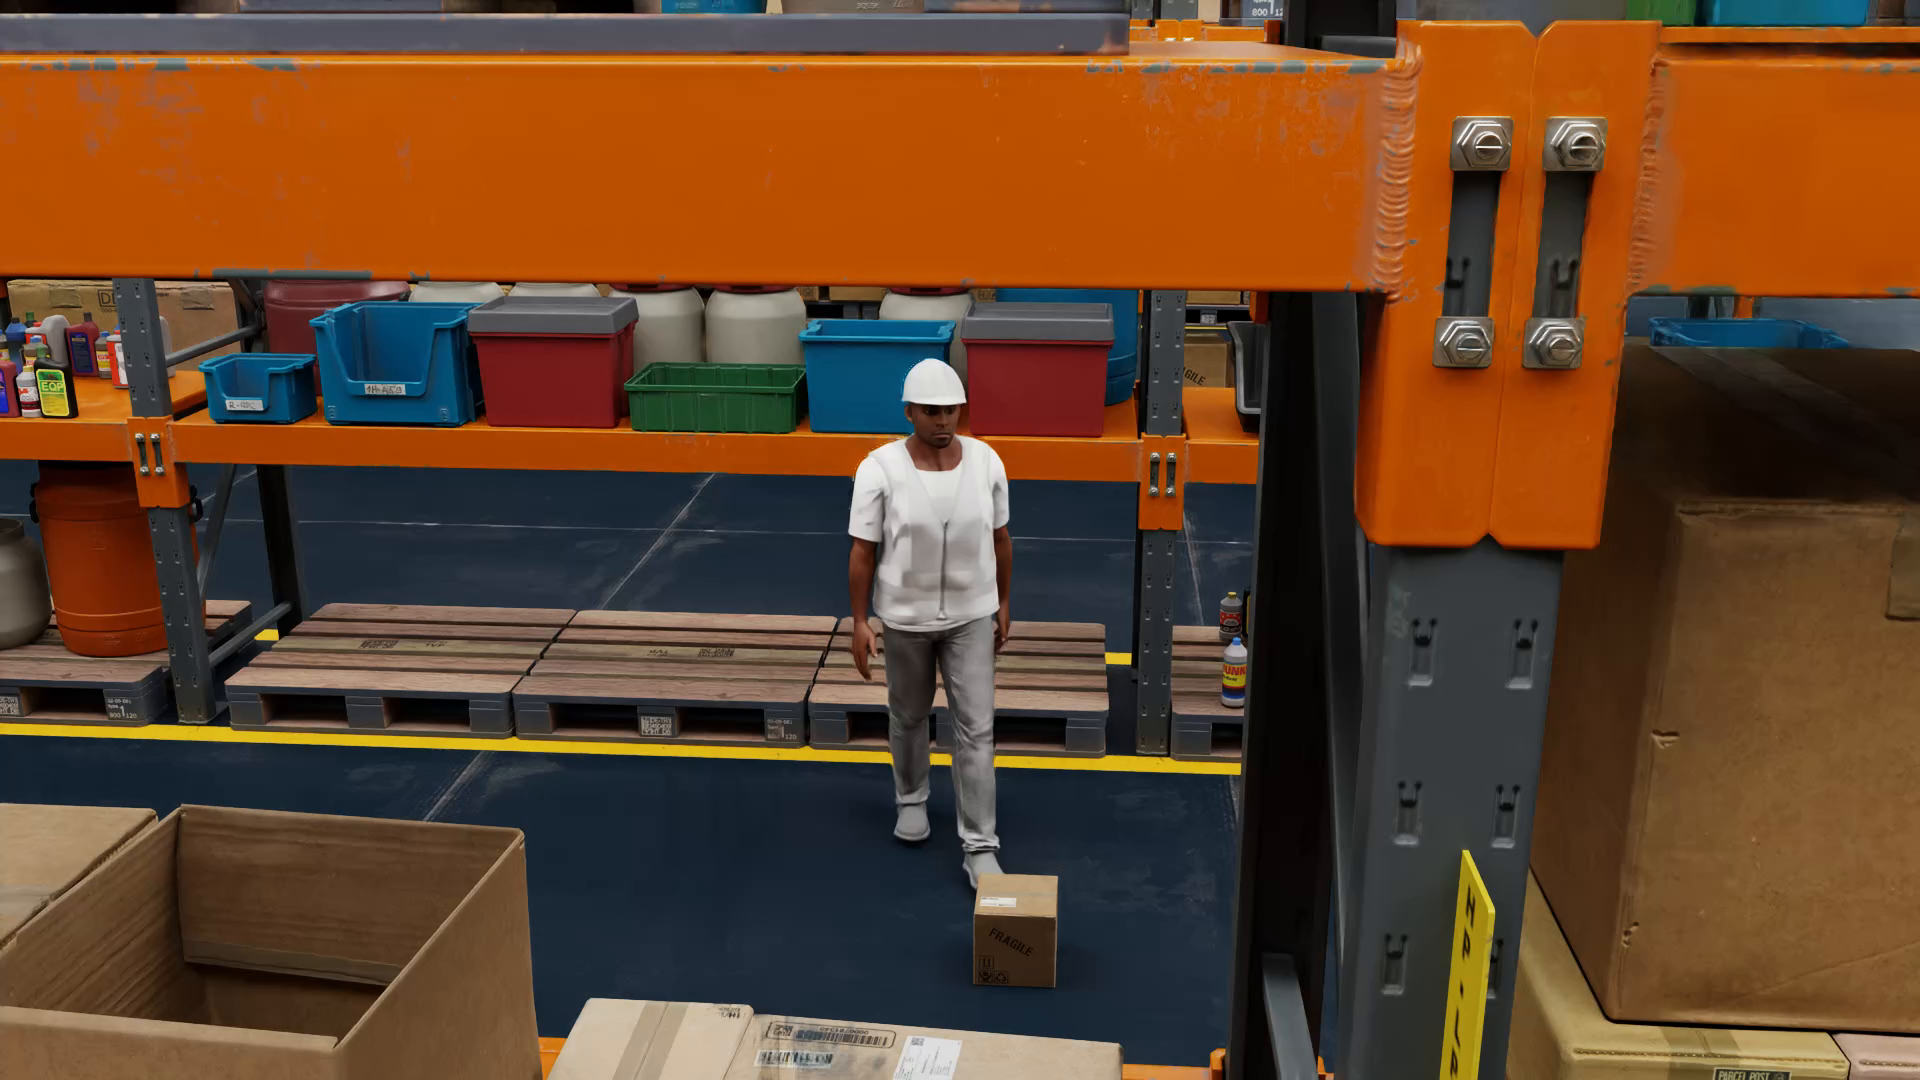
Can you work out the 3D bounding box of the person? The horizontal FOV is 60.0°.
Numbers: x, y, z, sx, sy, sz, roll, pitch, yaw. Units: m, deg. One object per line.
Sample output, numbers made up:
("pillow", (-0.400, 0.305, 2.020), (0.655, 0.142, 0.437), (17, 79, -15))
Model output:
("person", (-0.073, 0.280, 5.583), (0.580, 1.747, 0.796), (-3, 18, -9))
